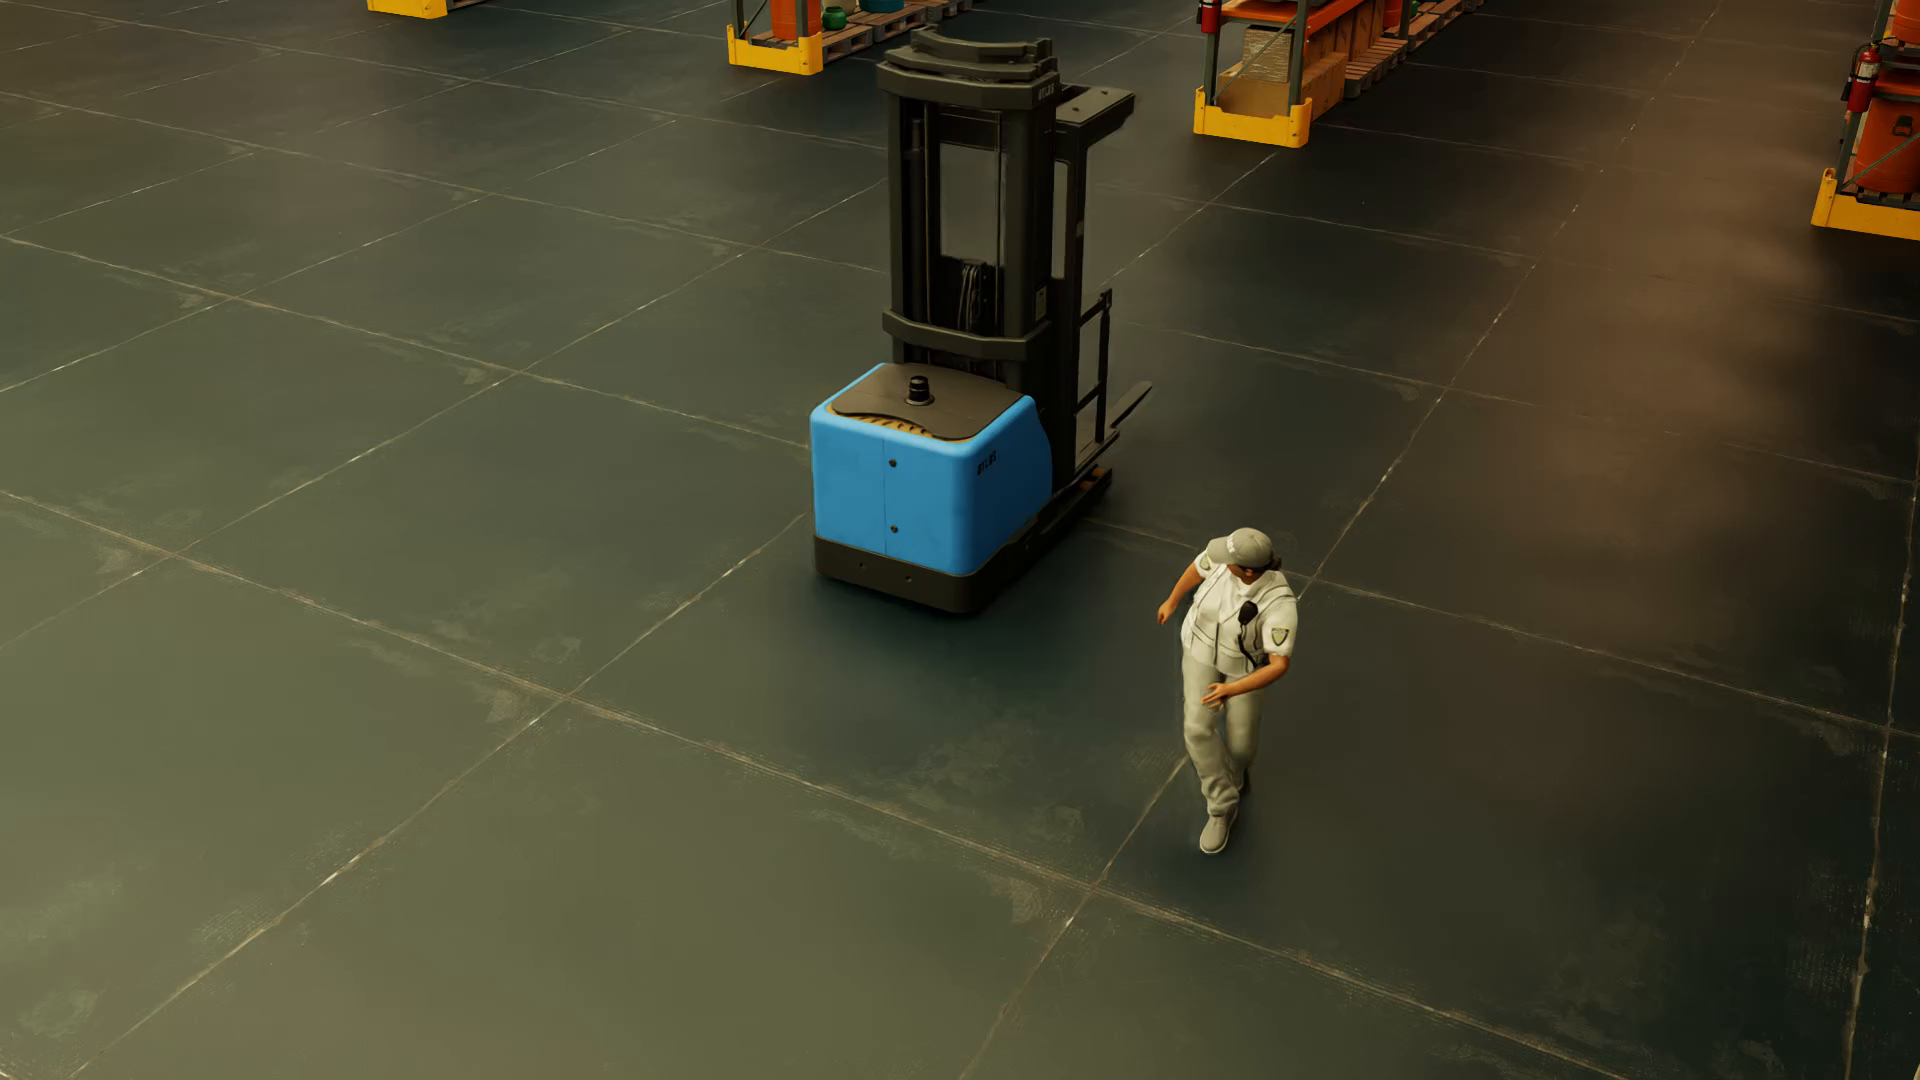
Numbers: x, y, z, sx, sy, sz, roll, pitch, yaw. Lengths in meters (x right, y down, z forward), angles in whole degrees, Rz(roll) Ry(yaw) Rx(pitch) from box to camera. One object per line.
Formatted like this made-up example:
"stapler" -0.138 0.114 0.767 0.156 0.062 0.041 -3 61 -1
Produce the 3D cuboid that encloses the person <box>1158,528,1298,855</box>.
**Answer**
"person" 1.135 0.582 7.492 0.714 1.518 0.756 13 32 21

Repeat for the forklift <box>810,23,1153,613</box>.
"forklift" 0.308 -1.573 9.795 1.130 2.935 3.031 15 33 24
